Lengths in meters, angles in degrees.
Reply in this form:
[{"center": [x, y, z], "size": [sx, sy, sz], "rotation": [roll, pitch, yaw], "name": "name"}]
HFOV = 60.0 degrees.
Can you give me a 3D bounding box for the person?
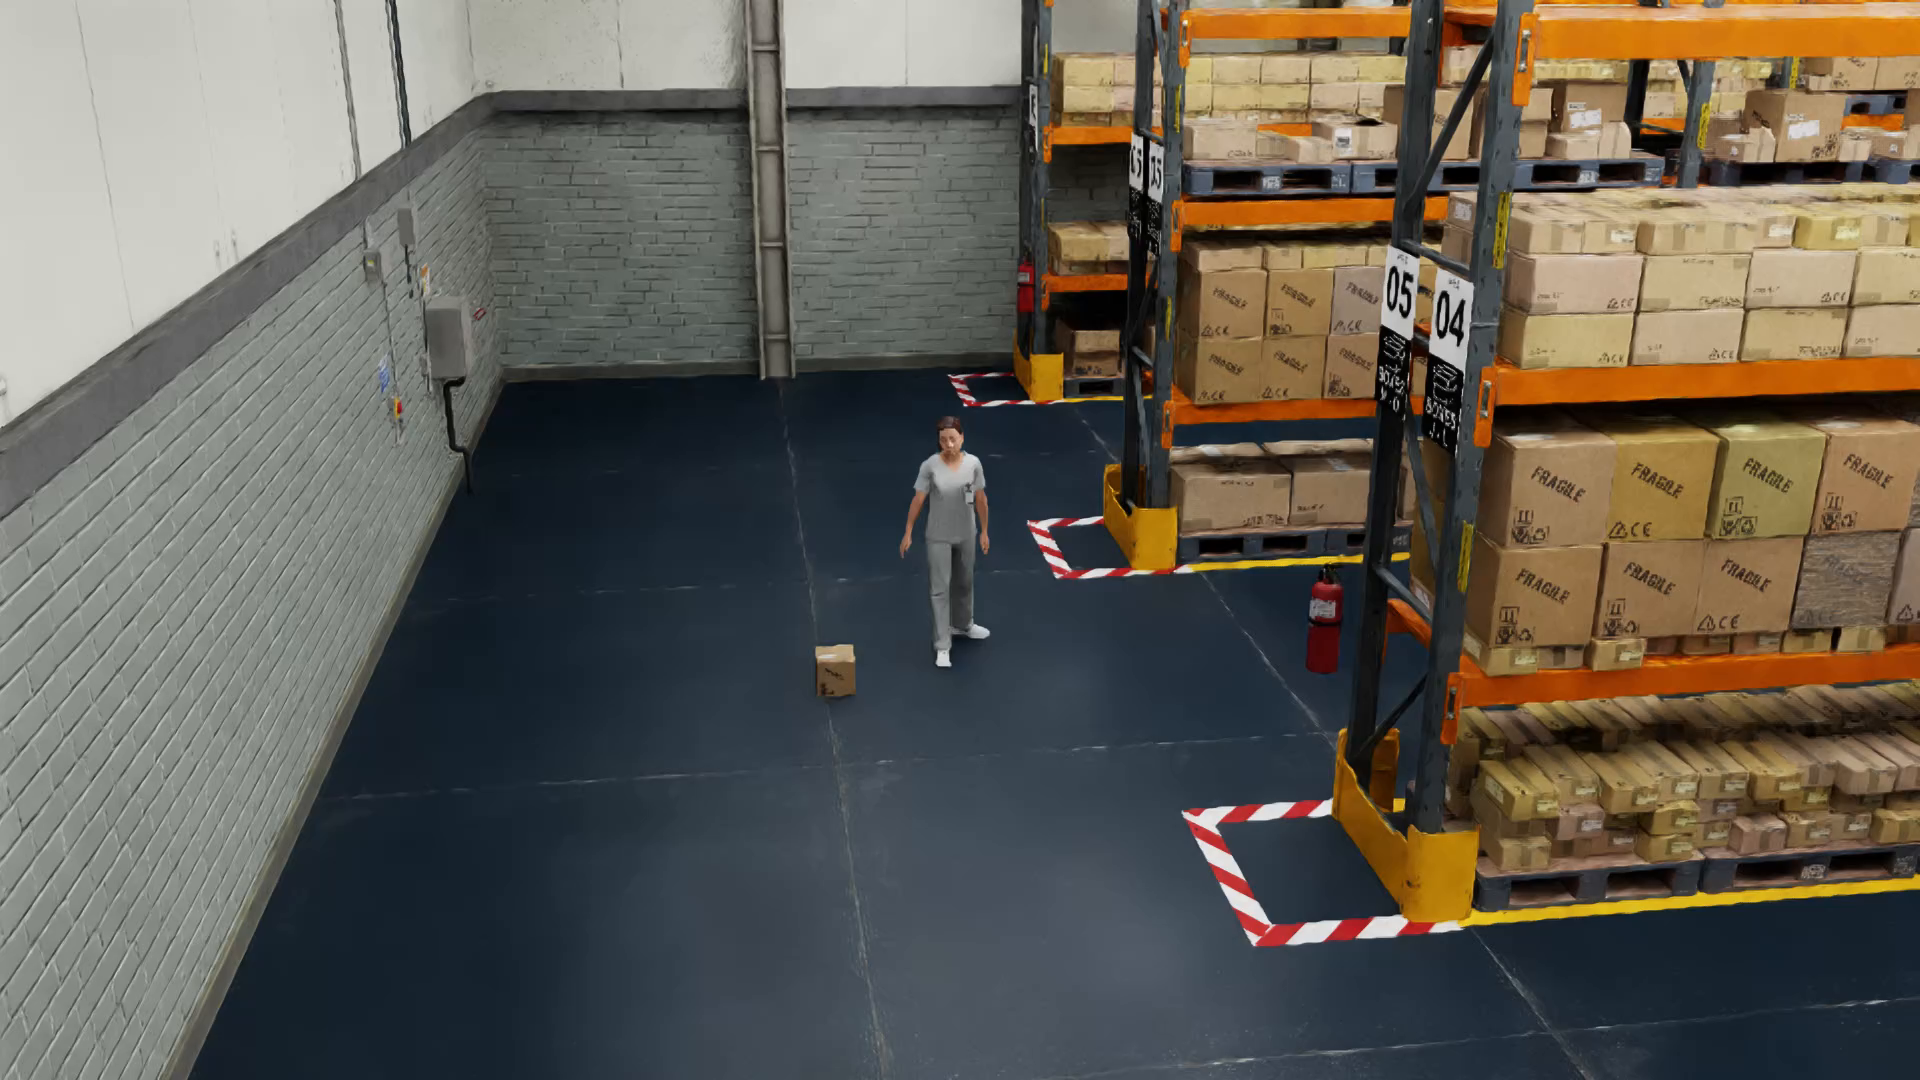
[{"center": [-0.074, -0.017, 11.109], "size": [0.668, 1.666, 0.627], "rotation": [-6, 21, -17], "name": "person"}]
